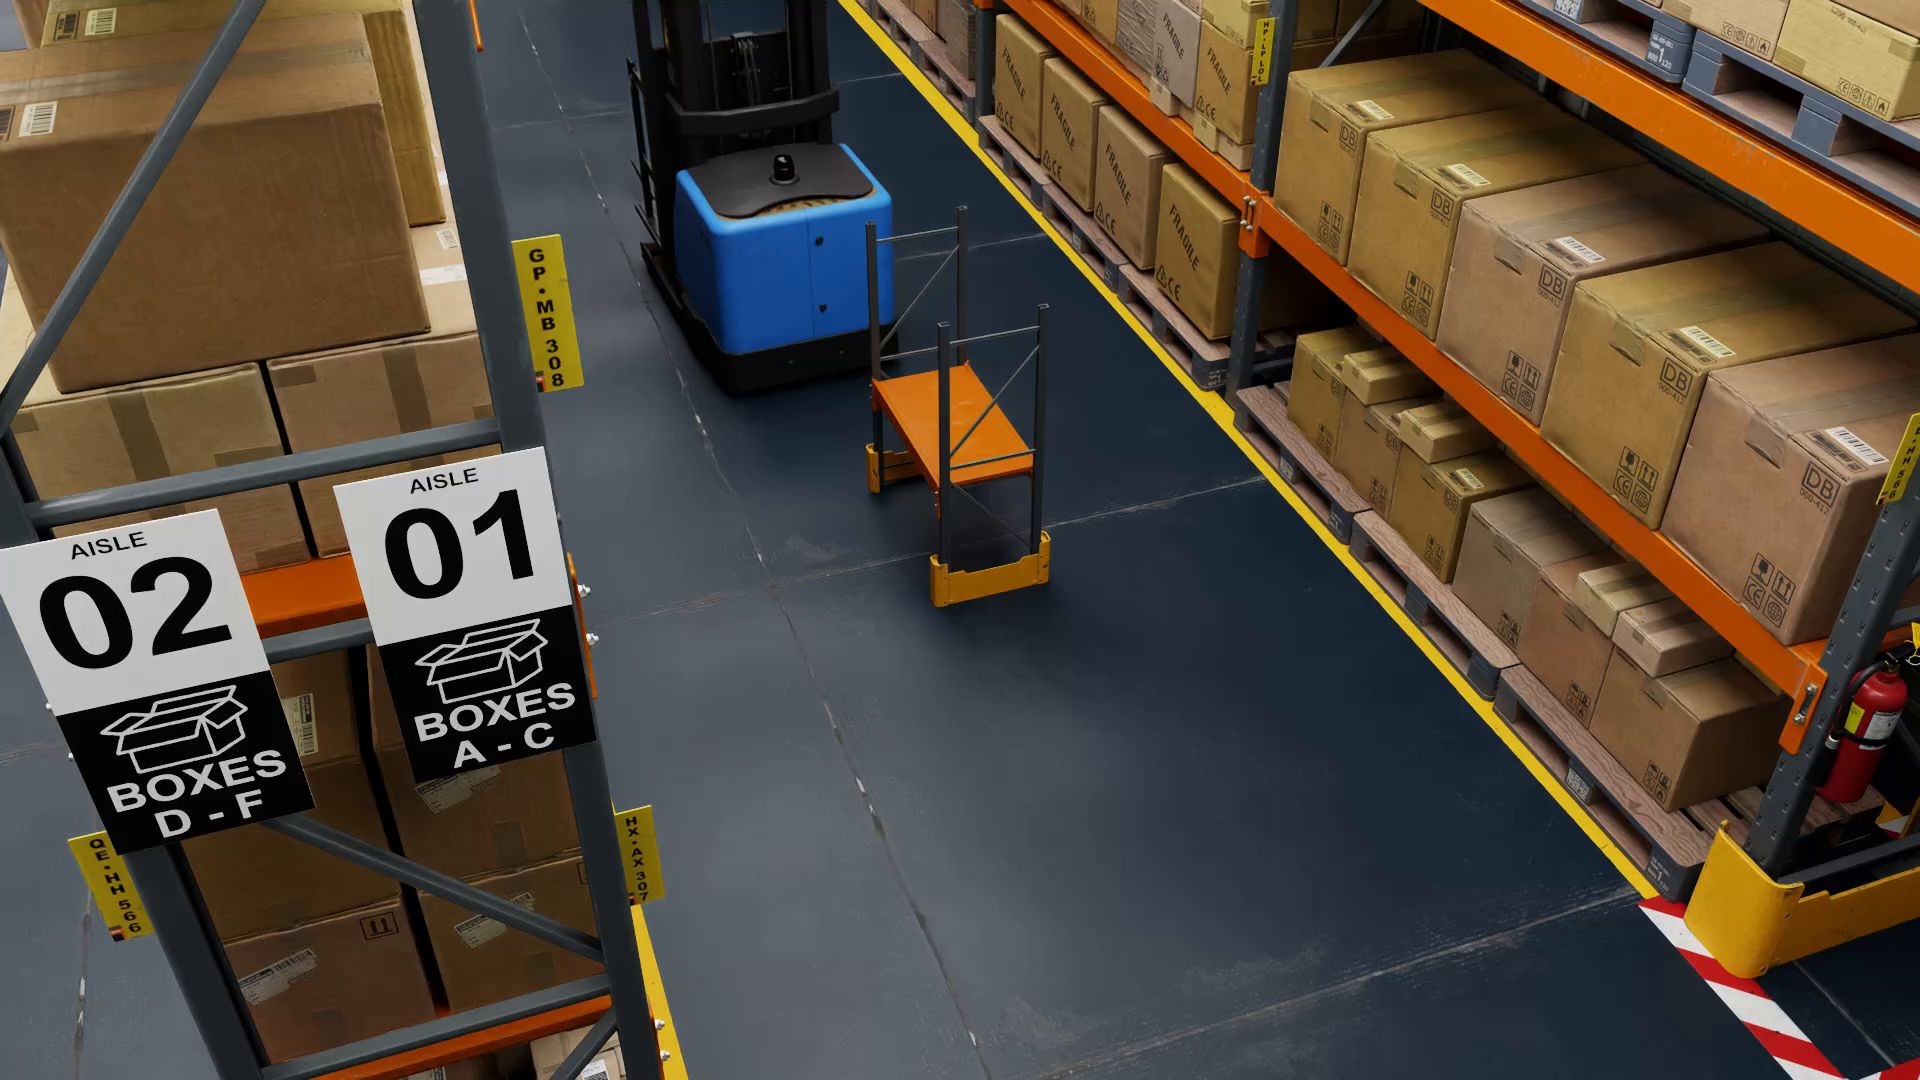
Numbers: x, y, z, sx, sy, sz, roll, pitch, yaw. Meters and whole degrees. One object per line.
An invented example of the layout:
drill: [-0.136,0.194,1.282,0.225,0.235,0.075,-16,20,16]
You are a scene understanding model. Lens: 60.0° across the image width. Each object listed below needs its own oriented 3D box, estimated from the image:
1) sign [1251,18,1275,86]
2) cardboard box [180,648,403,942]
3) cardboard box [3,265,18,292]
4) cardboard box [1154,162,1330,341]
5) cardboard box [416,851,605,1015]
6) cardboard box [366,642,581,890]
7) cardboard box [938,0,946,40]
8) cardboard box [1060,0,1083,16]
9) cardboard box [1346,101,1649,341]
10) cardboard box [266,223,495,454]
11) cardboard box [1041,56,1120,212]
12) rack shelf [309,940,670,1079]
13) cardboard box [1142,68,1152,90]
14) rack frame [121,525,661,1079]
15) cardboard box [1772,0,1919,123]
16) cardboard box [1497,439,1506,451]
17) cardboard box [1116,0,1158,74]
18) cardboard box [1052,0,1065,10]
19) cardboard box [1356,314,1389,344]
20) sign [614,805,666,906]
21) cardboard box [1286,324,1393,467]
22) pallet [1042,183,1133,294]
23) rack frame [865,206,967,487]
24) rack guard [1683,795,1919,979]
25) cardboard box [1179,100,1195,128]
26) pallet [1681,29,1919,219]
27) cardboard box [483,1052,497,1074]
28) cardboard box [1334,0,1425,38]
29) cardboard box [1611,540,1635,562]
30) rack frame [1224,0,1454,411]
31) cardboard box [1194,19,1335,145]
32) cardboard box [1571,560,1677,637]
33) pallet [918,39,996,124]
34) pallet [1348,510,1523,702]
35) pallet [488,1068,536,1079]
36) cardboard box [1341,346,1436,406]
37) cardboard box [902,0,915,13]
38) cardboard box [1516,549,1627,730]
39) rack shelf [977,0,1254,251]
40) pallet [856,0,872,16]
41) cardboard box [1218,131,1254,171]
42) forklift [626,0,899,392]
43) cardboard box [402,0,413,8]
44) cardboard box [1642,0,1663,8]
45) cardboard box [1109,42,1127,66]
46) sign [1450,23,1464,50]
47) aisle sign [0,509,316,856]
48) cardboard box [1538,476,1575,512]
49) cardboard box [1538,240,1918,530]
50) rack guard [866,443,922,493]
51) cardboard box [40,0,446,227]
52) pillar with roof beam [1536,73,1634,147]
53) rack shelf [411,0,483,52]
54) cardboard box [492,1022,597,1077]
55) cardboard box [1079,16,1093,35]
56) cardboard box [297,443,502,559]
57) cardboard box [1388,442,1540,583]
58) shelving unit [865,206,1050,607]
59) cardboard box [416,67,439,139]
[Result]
sign: [1.471,-2.366,8.062,0.100,0.325,0.005,-12,39,-16]
cardboard box: [-1.708,0.600,4.106,0.500,0.500,0.500,-13,39,-16]
cardboard box: [-1.885,-0.623,3.861,0.500,0.250,0.500,-12,39,-16]
cardboard box: [1.631,-1.702,9.515,0.750,0.750,0.750,-12,39,-15]
cardboard box: [-1.201,0.889,4.554,0.500,0.500,0.500,-12,39,-15]
cardboard box: [-1.201,0.490,4.253,0.500,0.500,0.500,-11,38,-15]
cardboard box: [0.236,-4.201,13.106,0.700,0.500,0.500,-13,39,-16]
cardboard box: [0.869,-3.574,10.215,0.500,0.500,0.500,-13,39,-16]
cardboard box: [2.394,-1.450,7.492,0.980,0.700,0.700,-13,39,-17]
cardboard box: [-1.229,-0.448,3.628,0.500,0.250,0.500,-12,39,-16]
cardboard box: [1.026,-2.683,10.817,0.750,0.750,0.750,-13,39,-16]
rack shelf: [-1.985,0.392,5.895,1.077,0.370,4.000,-12,39,-16]
cardboard box: [1.271,-2.675,9.561,0.380,0.149,0.250,-12,39,-16]
rack frame: [-1.296,1.234,4.179,1.000,3.000,0.127,-12,39,-16]
cardboard box: [2.852,-1.498,5.006,0.500,0.250,0.500,-11,38,-15]
cardboard box: [2.635,-0.572,7.766,0.380,0.149,0.250,-12,39,-15]
cardboard box: [1.232,-3.000,9.453,0.500,0.500,0.500,-12,39,-16]
cardboard box: [0.789,-3.558,10.733,0.380,0.149,0.250,-13,39,-16]
cardboard box: [2.275,-1.161,8.548,0.380,0.149,0.250,-13,39,-16]
sign: [-0.787,0.776,4.067,0.100,0.325,0.005,-12,39,-16]
cardboard box: [2.138,-0.779,8.580,0.700,0.500,0.500,-12,39,-15]
pallet: [1.217,-2.050,10.856,1.003,0.211,1.213,-12,39,-16]
rack frame: [-0.204,-0.934,8.304,0.500,1.500,0.032,-12,39,-16]
rack guard: [3.362,1.219,6.277,1.175,0.500,0.348,-12,39,-16]
cardboard box: [1.439,-2.386,9.178,0.380,0.149,0.250,-11,38,-15]
pallet: [3.088,-1.373,5.221,1.003,0.211,1.213,-12,39,-16]
cardboard box: [-1.770,1.687,5.567,0.380,0.166,0.250,-12,39,-16]
cardboard box: [2.063,-2.833,8.608,0.500,0.250,0.500,-11,38,-15]
cardboard box: [2.989,0.005,7.000,0.380,0.149,0.250,-12,39,-16]
rack frame: [1.977,-2.053,8.543,1.000,3.000,0.127,-12,39,-16]
cardboard box: [1.582,-2.428,8.694,0.500,0.500,0.500,-13,39,-17]
cardboard box: [2.715,0.224,6.709,0.380,0.149,0.250,-11,38,-15]
pallet: [0.333,-3.641,12.968,1.003,0.211,1.213,-12,39,-16]
pallet: [2.589,0.197,7.874,1.003,0.211,1.213,-12,39,-16]
pallet: [-1.598,1.855,5.672,1.003,0.211,1.213,-12,39,-16]
cardboard box: [2.085,-0.807,8.077,0.380,0.149,0.250,-11,38,-14]
cardboard box: [-0.144,-4.759,13.847,0.700,0.500,0.500,-12,39,-15]
cardboard box: [2.846,0.380,7.041,0.700,0.500,0.500,-13,39,-16]
rack shelf: [1.289,-2.896,10.259,1.077,0.370,4.000,-12,39,-16]
pallet: [-0.507,-5.019,14.798,1.003,0.211,1.213,-12,39,-16]
cardboard box: [1.595,-2.093,8.788,0.380,0.149,0.250,-12,39,-16]
forklift: [-1.384,-2.884,9.703,1.130,2.935,3.031,-14,39,-18]
cardboard box: [-1.912,-1.579,5.129,0.500,0.250,0.500,-12,39,-16]
cardboard box: [2.488,-2.085,5.785,0.500,0.250,0.500,-14,39,-17]
cardboard box: [1.118,-2.972,9.955,0.380,0.149,0.250,-11,38,-15]
sign: [2.498,-2.546,8.412,0.100,0.325,0.005,-12,39,-16]
aisle sign: [-1.560,0.298,3.261,0.394,0.787,0.004,-12,39,-16]
cardboard box: [2.812,-0.283,7.383,0.380,0.149,0.250,-12,39,-15]
cardboard box: [2.908,-0.608,6.375,0.980,0.700,0.700,-13,39,-16]
rack guard: [-0.198,-0.424,8.666,0.587,0.250,0.087,-12,39,-16]
cardboard box: [-1.581,-0.990,3.724,0.700,0.500,0.500,-12,39,-16]
pillar with roof beam: [-1.012,-3.342,5.267,9.100,9.000,0.400,-12,39,-16]
rack shelf: [-1.985,-2.003,4.091,1.077,0.370,4.000,-12,39,-16]
cardboard box: [-1.389,1.509,5.734,0.500,0.250,0.500,-12,39,-16]
cardboard box: [0.965,-3.265,10.345,0.380,0.149,0.250,-12,39,-15]
cardboard box: [-1.234,-0.247,3.776,0.500,0.250,0.500,-12,39,-16]
cardboard box: [2.482,-0.204,7.816,0.700,0.500,0.500,-12,39,-15]
shelving unit: [-0.026,-0.642,7.916,0.587,1.500,1.083,-12,39,-16]
cardboard box: [-1.572,-1.013,4.378,0.500,0.250,0.500,-12,39,-16]
